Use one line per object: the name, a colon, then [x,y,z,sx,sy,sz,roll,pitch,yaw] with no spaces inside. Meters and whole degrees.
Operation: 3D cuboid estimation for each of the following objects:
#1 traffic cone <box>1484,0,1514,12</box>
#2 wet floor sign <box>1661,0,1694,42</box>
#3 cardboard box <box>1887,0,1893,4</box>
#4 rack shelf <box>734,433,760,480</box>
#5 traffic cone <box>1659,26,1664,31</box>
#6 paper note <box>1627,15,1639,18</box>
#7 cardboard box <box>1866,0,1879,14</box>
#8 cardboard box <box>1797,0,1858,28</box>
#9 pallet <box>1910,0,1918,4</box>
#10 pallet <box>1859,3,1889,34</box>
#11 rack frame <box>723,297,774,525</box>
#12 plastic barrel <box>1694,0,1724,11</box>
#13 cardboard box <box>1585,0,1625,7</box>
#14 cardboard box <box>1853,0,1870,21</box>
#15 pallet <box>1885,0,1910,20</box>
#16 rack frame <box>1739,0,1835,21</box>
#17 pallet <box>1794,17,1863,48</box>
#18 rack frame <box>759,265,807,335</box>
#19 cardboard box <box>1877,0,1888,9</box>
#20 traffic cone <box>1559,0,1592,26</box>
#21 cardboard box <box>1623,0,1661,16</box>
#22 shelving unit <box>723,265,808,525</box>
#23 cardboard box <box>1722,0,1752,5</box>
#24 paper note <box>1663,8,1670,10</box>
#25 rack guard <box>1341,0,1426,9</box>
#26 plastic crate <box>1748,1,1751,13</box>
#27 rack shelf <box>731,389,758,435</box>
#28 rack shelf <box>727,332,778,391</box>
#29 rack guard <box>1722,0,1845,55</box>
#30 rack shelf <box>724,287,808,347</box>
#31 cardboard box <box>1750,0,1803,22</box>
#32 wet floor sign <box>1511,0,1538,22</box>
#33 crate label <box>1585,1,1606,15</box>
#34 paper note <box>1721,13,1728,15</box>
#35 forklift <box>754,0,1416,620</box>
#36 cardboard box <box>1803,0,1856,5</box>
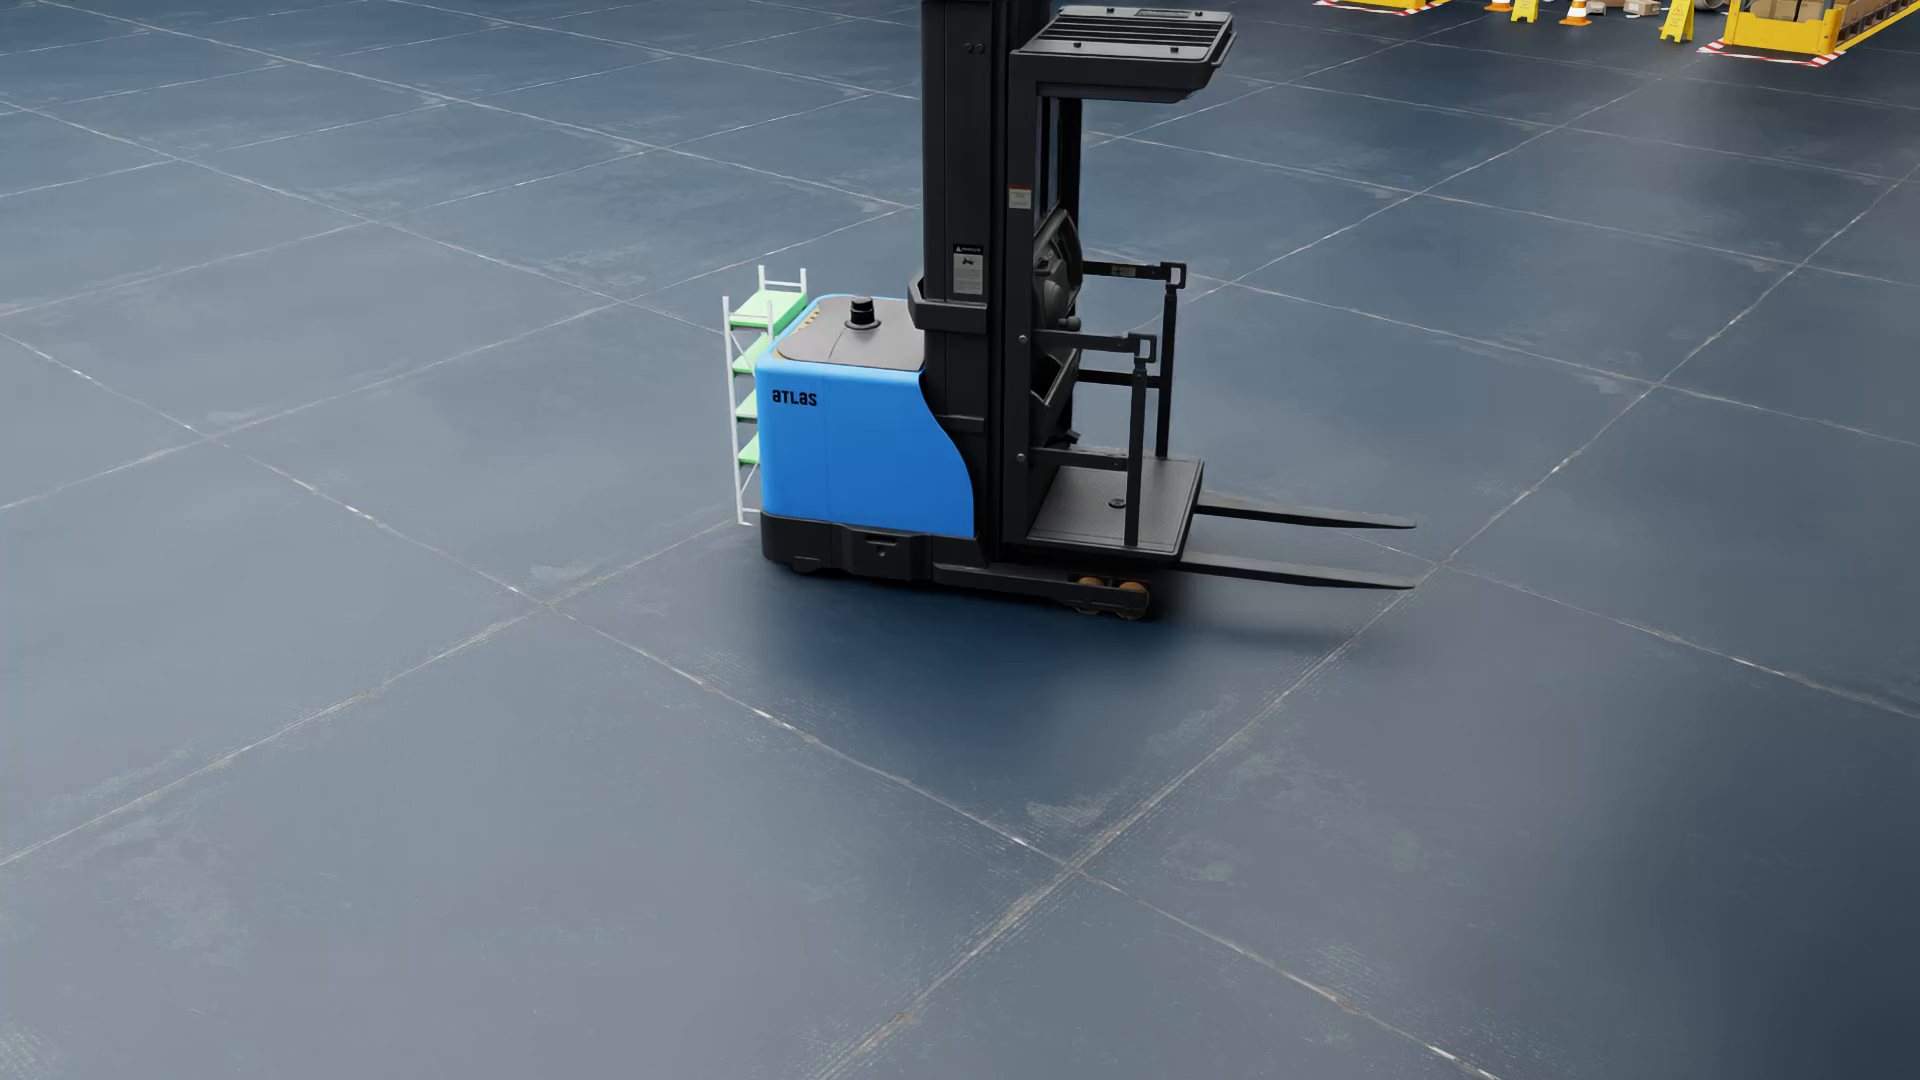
traffic cone: [6.999,-7.088,21.447,0.336,0.463,0.334,21,34,34]
wet floor sign: [8.502,-6.230,19.591,0.232,0.644,0.267,-15,31,-27]
cardboard box: [11.494,-6.934,20.925,0.500,0.250,0.500,20,33,33]
rack shelf: [-0.942,-0.441,8.458,0.258,0.148,0.480,7,28,12]
traffic cone: [8.727,-6.433,20.182,0.336,0.463,0.334,21,34,34]
paper note: [8.514,-6.629,21.030,0.148,0.019,0.142,9,29,17]
cardboard box: [10.843,-6.577,20.234,0.500,0.250,0.500,24,35,38]
cardboard box: [10.175,-6.201,19.508,0.500,0.250,0.500,20,34,34]
pallet: [12.487,-7.487,22.492,1.003,0.211,1.213,21,34,34]
pallet: [10.818,-6.527,20.638,1.003,0.211,1.213,21,34,34]
rack frame: [-1.001,-0.602,8.108,0.240,1.200,0.015,7,28,12]
plastic barrel: [9.595,-7.061,21.438,0.421,0.421,0.512,-5,28,-9]
cardboard box: [8.613,-7.284,21.783,0.797,0.503,0.637,0,27,0]
cardboard box: [10.506,-6.380,19.853,0.500,0.250,0.500,22,35,36]
pallet: [11.593,-6.962,21.477,1.003,0.211,1.213,21,34,34]
rack frame: [9.449,-7.030,18.576,1.000,3.000,0.127,21,34,34]
pallet: [10.041,-6.097,19.805,1.003,0.211,1.213,21,34,34]
rack frame: [-0.883,-0.820,8.529,0.240,1.200,0.015,7,28,12]
cardboard box: [11.167,-6.755,20.579,0.500,0.250,0.500,21,34,35]
traffic cone: [7.654,-6.637,20.576,0.336,0.463,0.334,21,34,34]
cardboard box: [8.724,-6.819,21.270,0.250,0.149,0.380,-10,29,-18]
shelving unit: [-0.942,-0.711,8.318,0.258,1.200,0.503,7,28,12]
cardboard box: [10.262,-7.357,21.925,0.500,0.500,0.500,-5,28,-9]
paper note: [9.170,-6.881,21.530,0.142,0.019,0.148,-15,31,-27]
rack guard: [5.550,-7.323,21.861,1.175,0.500,0.348,21,34,34]
plastic crate: [10.362,-6.835,21.375,0.402,0.080,0.583,9,29,17]
rack shelf: [-0.942,-0.654,8.348,0.258,0.148,0.480,7,28,12]
rack shelf: [-0.942,-0.867,8.238,0.258,0.148,0.480,7,28,12]
rack guard: [9.497,-5.947,19.202,1.175,0.500,0.348,21,34,34]
rack shelf: [-0.942,-1.081,8.127,0.258,0.148,0.480,7,28,12]
cardboard box: [9.771,-6.369,19.833,0.500,0.250,0.500,21,34,34]
wet floor sign: [7.075,-6.807,20.705,0.267,0.644,0.232,15,31,26]
crate label: [8.106,-6.789,21.225,0.250,0.136,0.298,4,28,8]
paper note: [9.789,-6.721,21.208,0.142,0.019,0.148,9,29,17]
forklift: [0.626,-1.211,7.401,3.031,2.935,1.130,7,28,12]
cardboard box: [10.190,-6.543,19.352,0.500,0.500,0.500,19,33,33]
